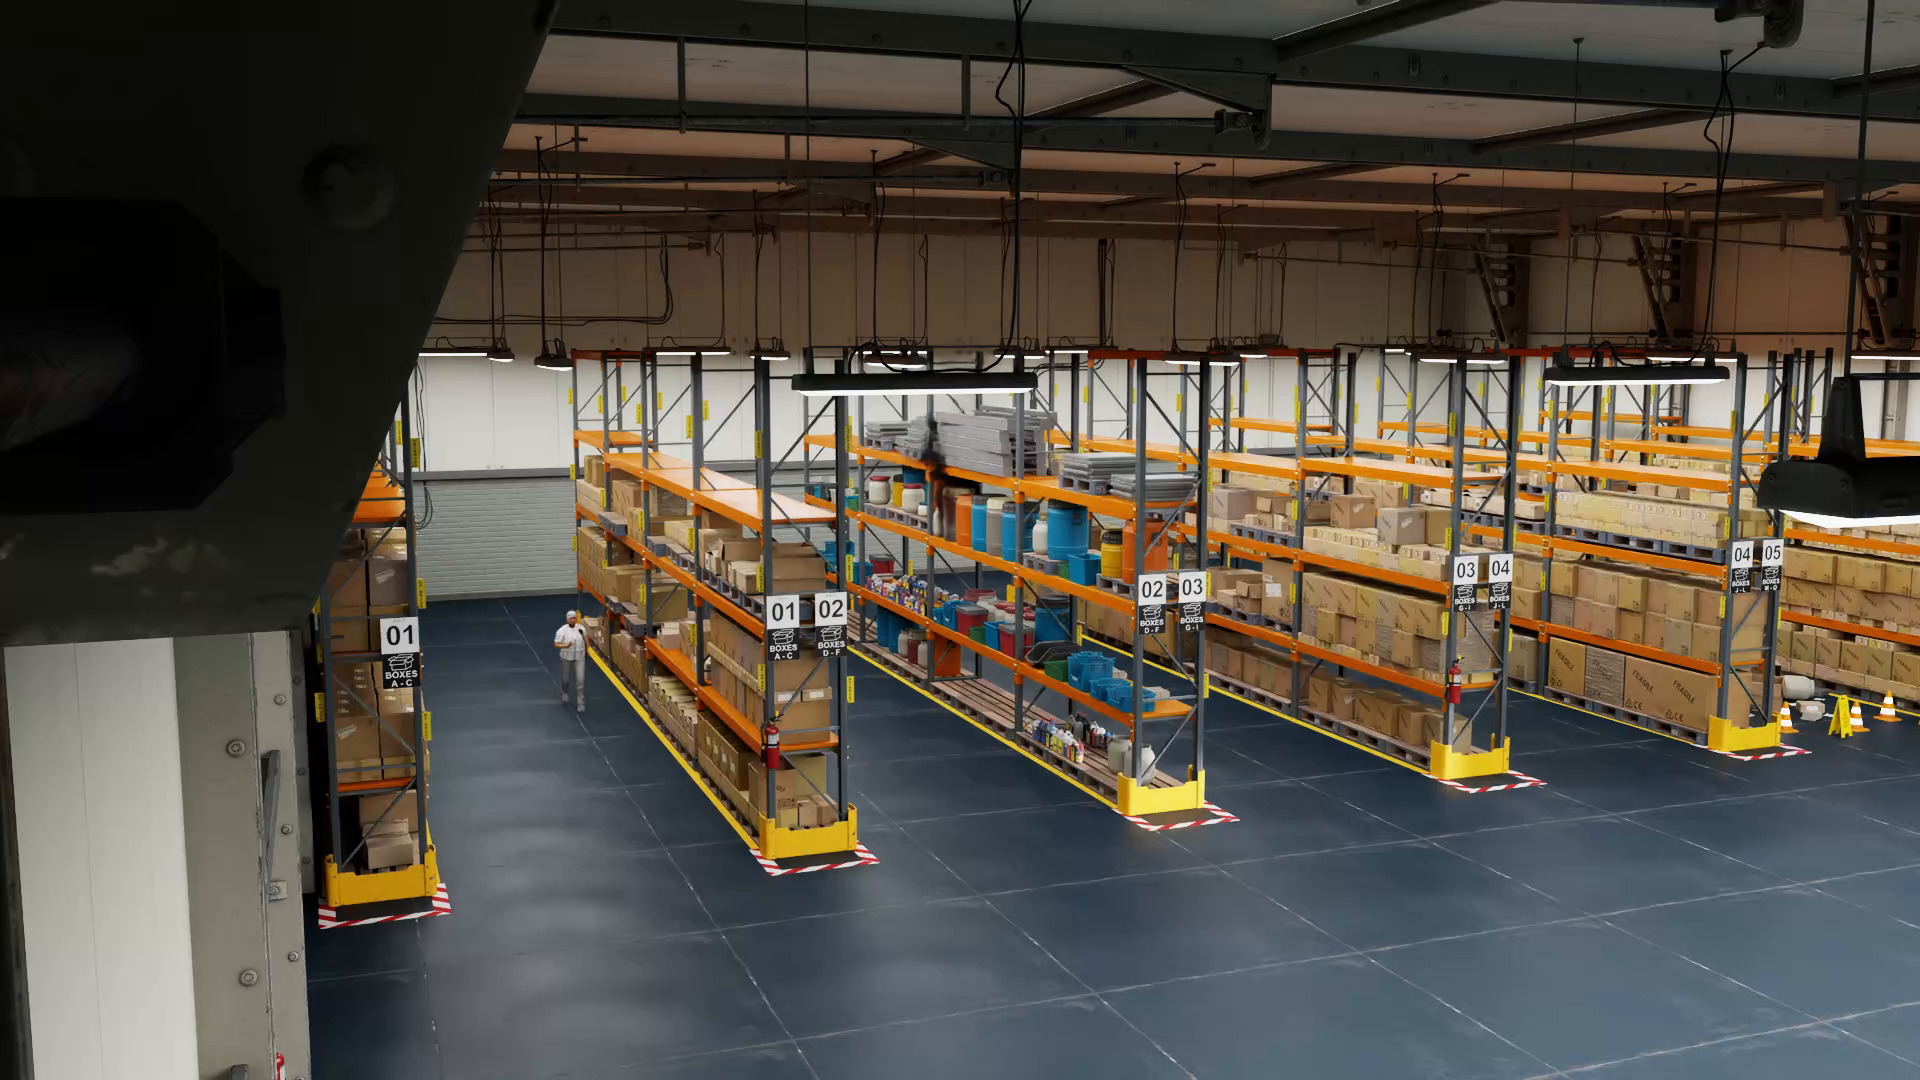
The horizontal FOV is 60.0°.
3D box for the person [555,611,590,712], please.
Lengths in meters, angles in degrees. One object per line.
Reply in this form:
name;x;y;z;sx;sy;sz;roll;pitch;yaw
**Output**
person;-6.528;2.008;28.054;0.607;1.651;0.941;-3;8;-21
